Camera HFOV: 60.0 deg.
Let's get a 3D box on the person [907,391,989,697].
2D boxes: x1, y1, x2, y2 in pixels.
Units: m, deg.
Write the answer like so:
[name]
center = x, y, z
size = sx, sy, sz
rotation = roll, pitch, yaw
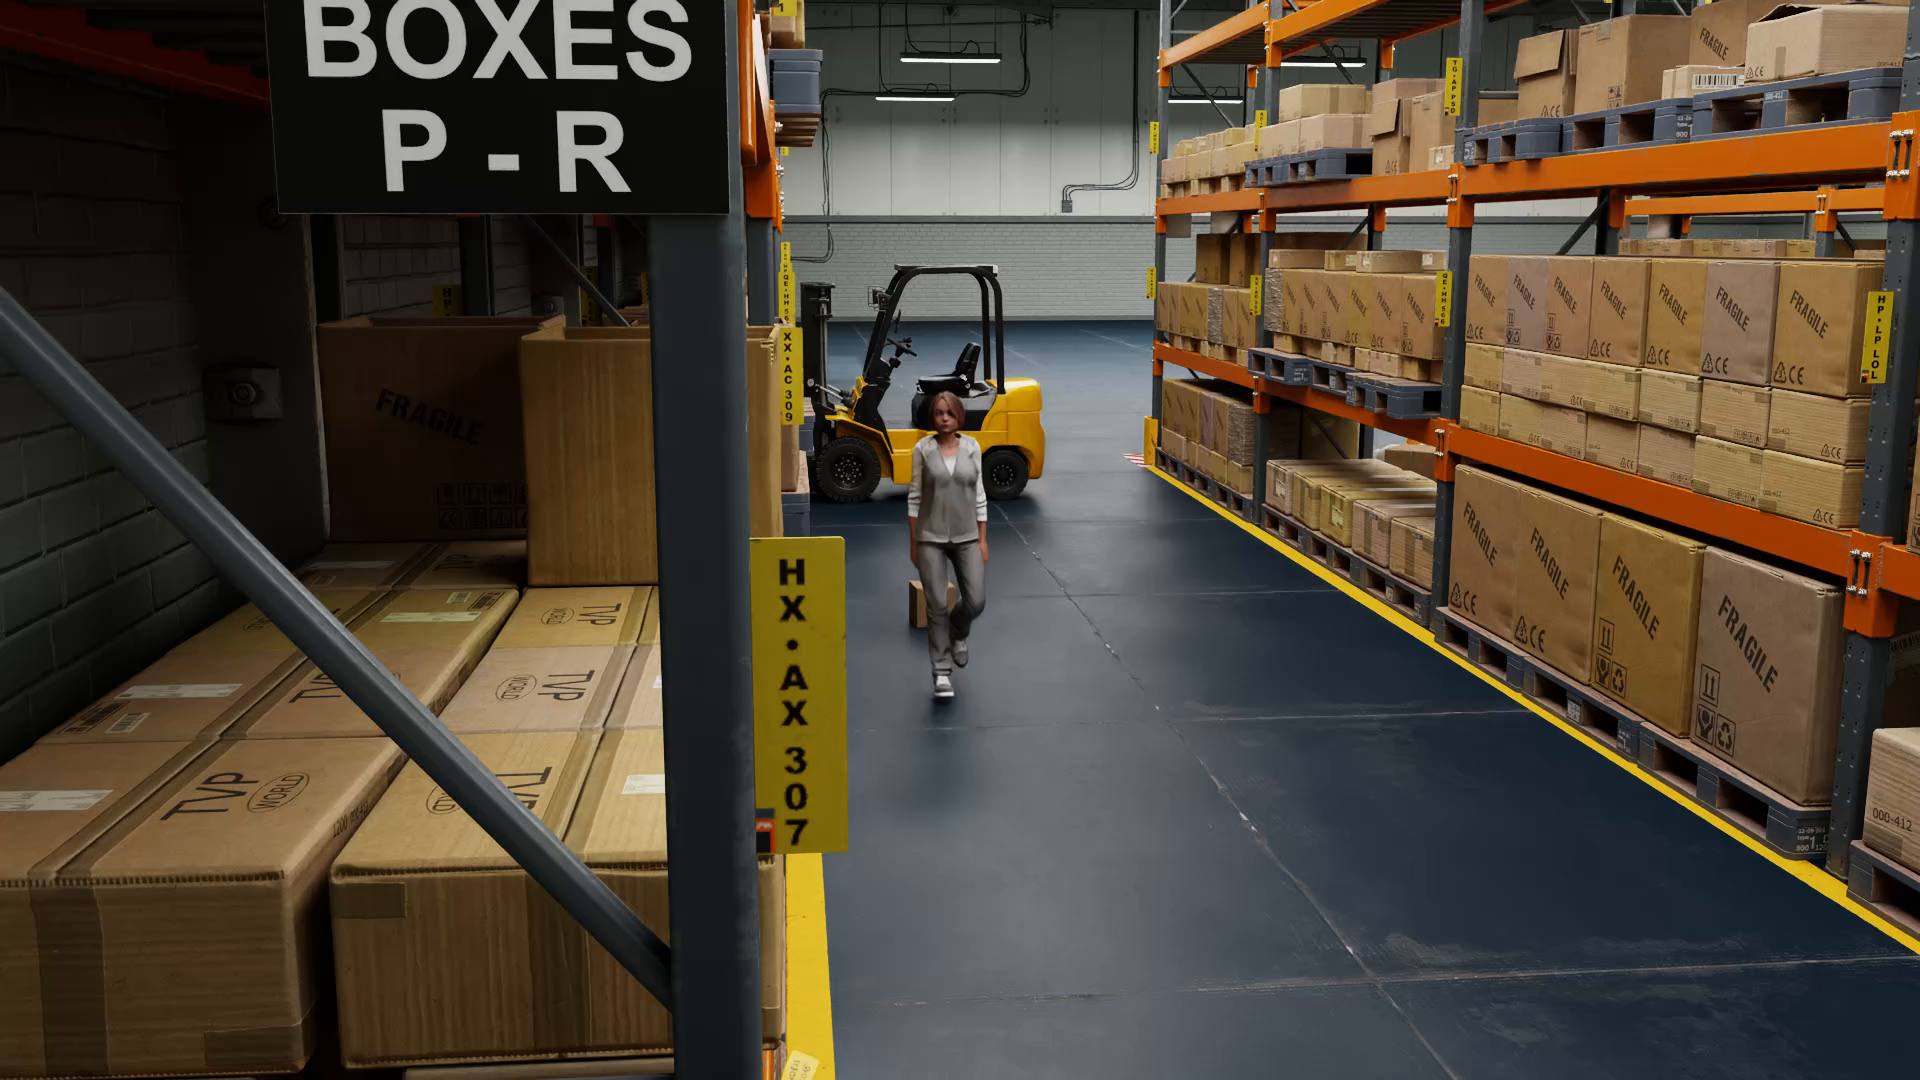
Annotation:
[person]
center = -0.068, 0.007, 8.764
size = 0.423, 1.591, 0.511
rotation = -2, 10, -9
